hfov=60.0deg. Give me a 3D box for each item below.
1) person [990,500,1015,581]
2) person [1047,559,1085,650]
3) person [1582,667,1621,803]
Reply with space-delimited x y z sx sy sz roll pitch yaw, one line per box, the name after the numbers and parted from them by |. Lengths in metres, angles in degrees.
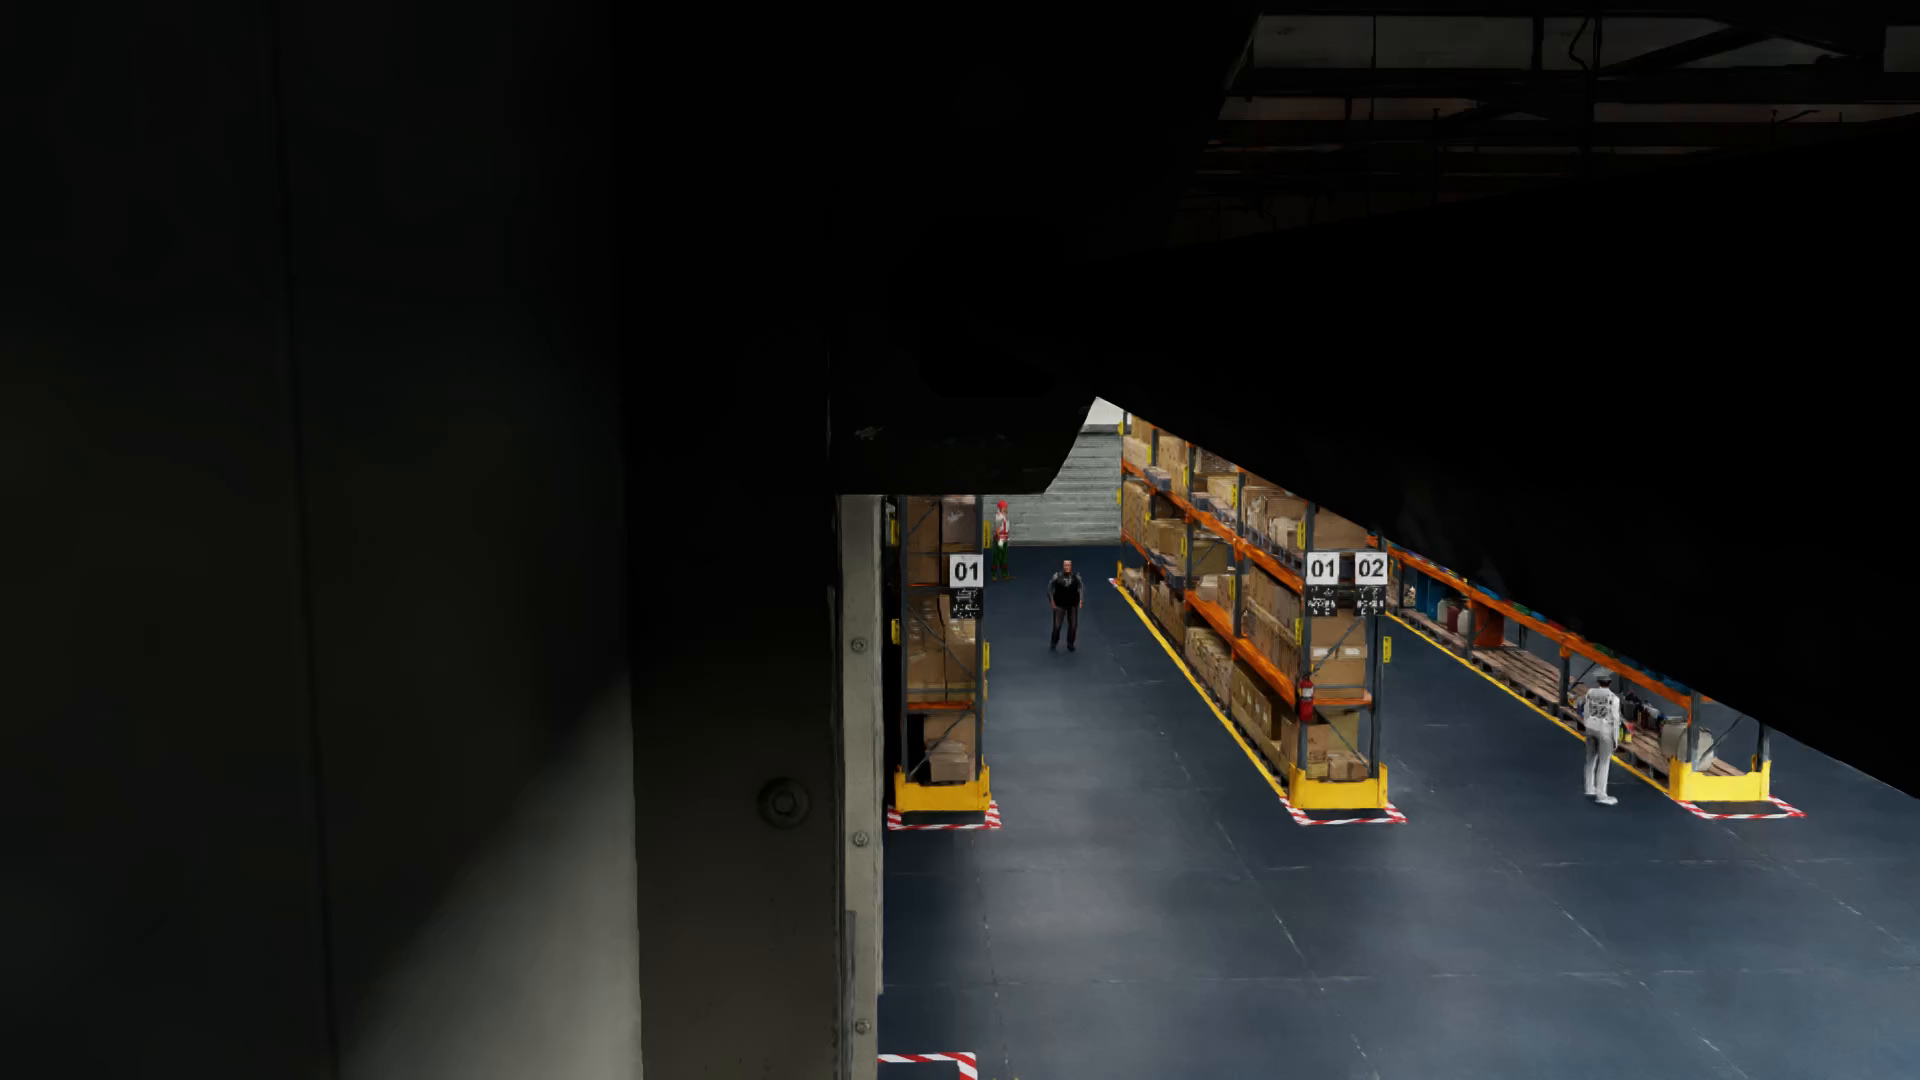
0.932 0.004 36.853 0.465 1.791 0.639 3 9 21 | person
1.884 1.151 29.638 0.677 1.674 0.534 -1 8 -5 | person
8.053 2.430 20.845 0.409 1.677 0.532 -6 10 -34 | person
